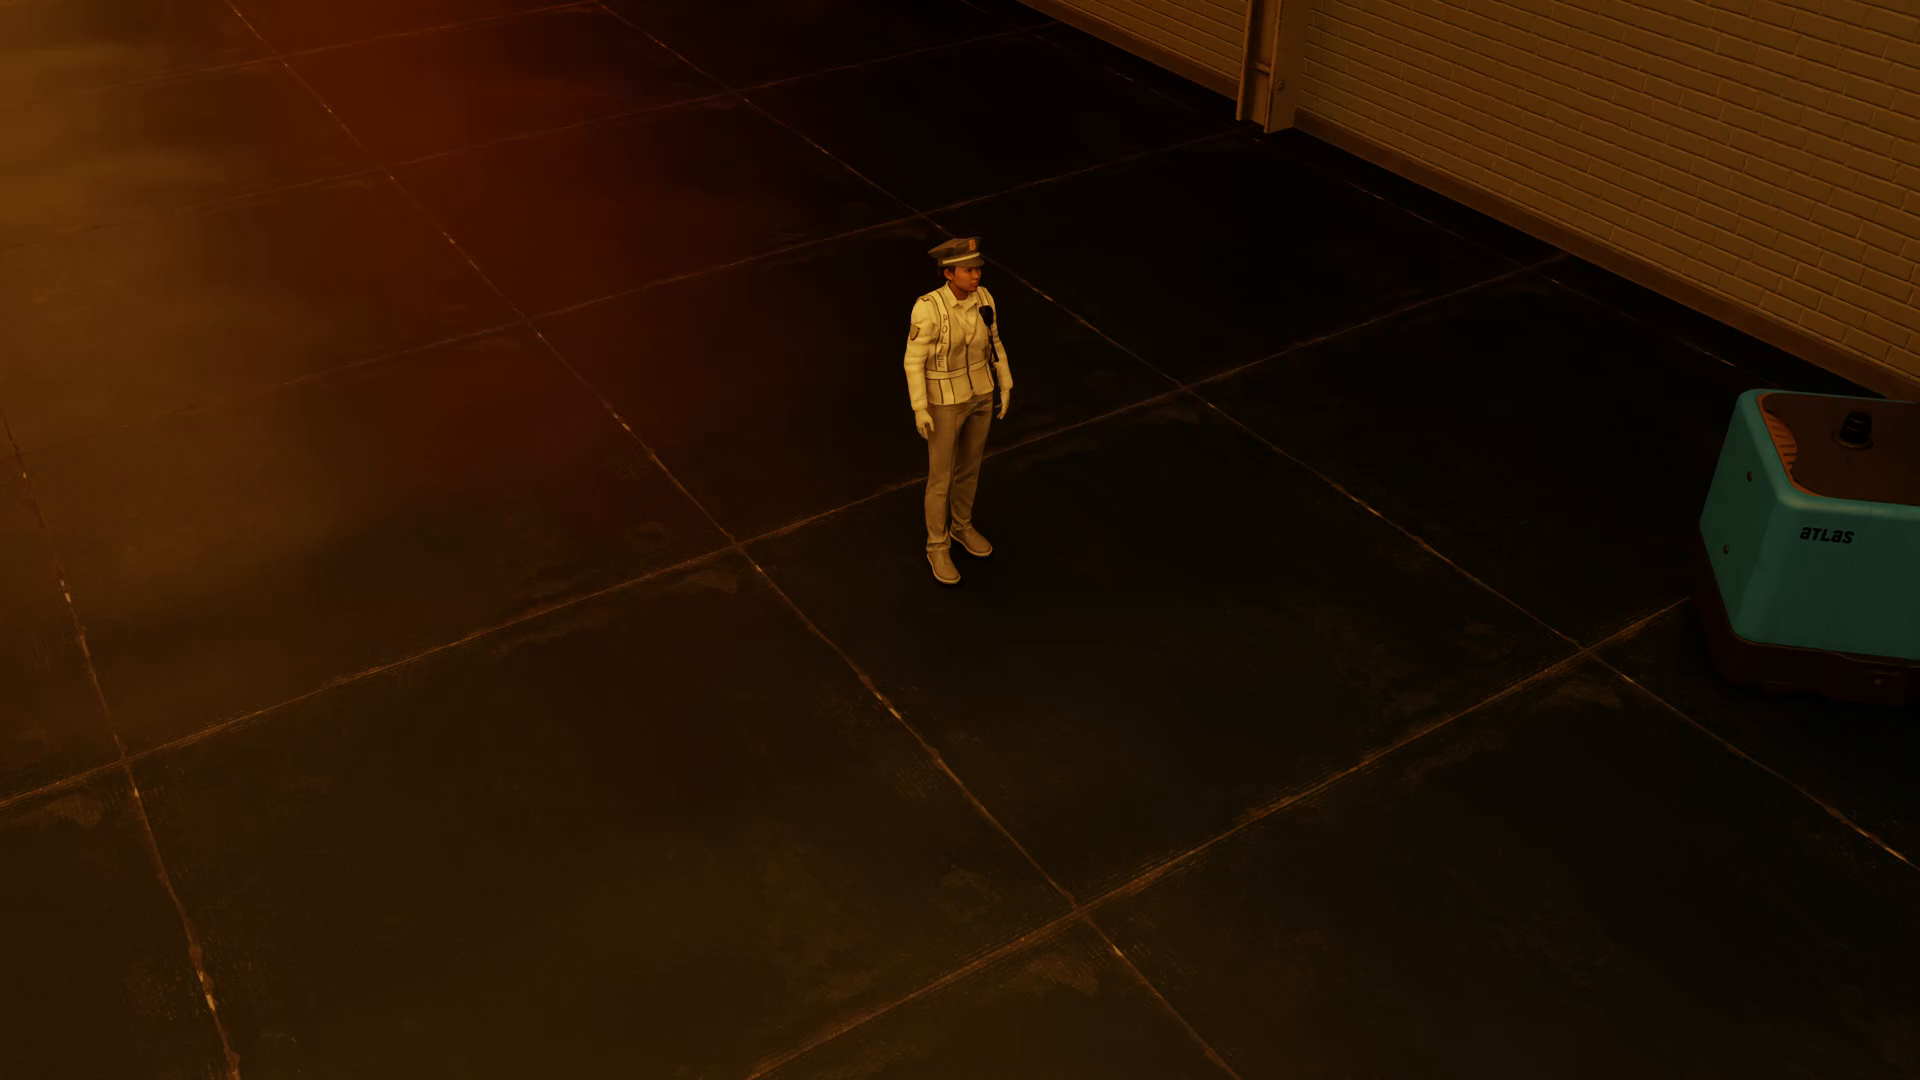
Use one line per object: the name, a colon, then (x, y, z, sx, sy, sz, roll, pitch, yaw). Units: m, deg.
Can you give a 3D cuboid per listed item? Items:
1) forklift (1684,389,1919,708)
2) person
forklift: (5.071, -0.624, 7.036, 3.031, 2.935, 1.130, 6, 36, 8)
person: (0.031, -0.665, 8.157, 0.587, 1.696, 0.534, -21, 40, -27)
